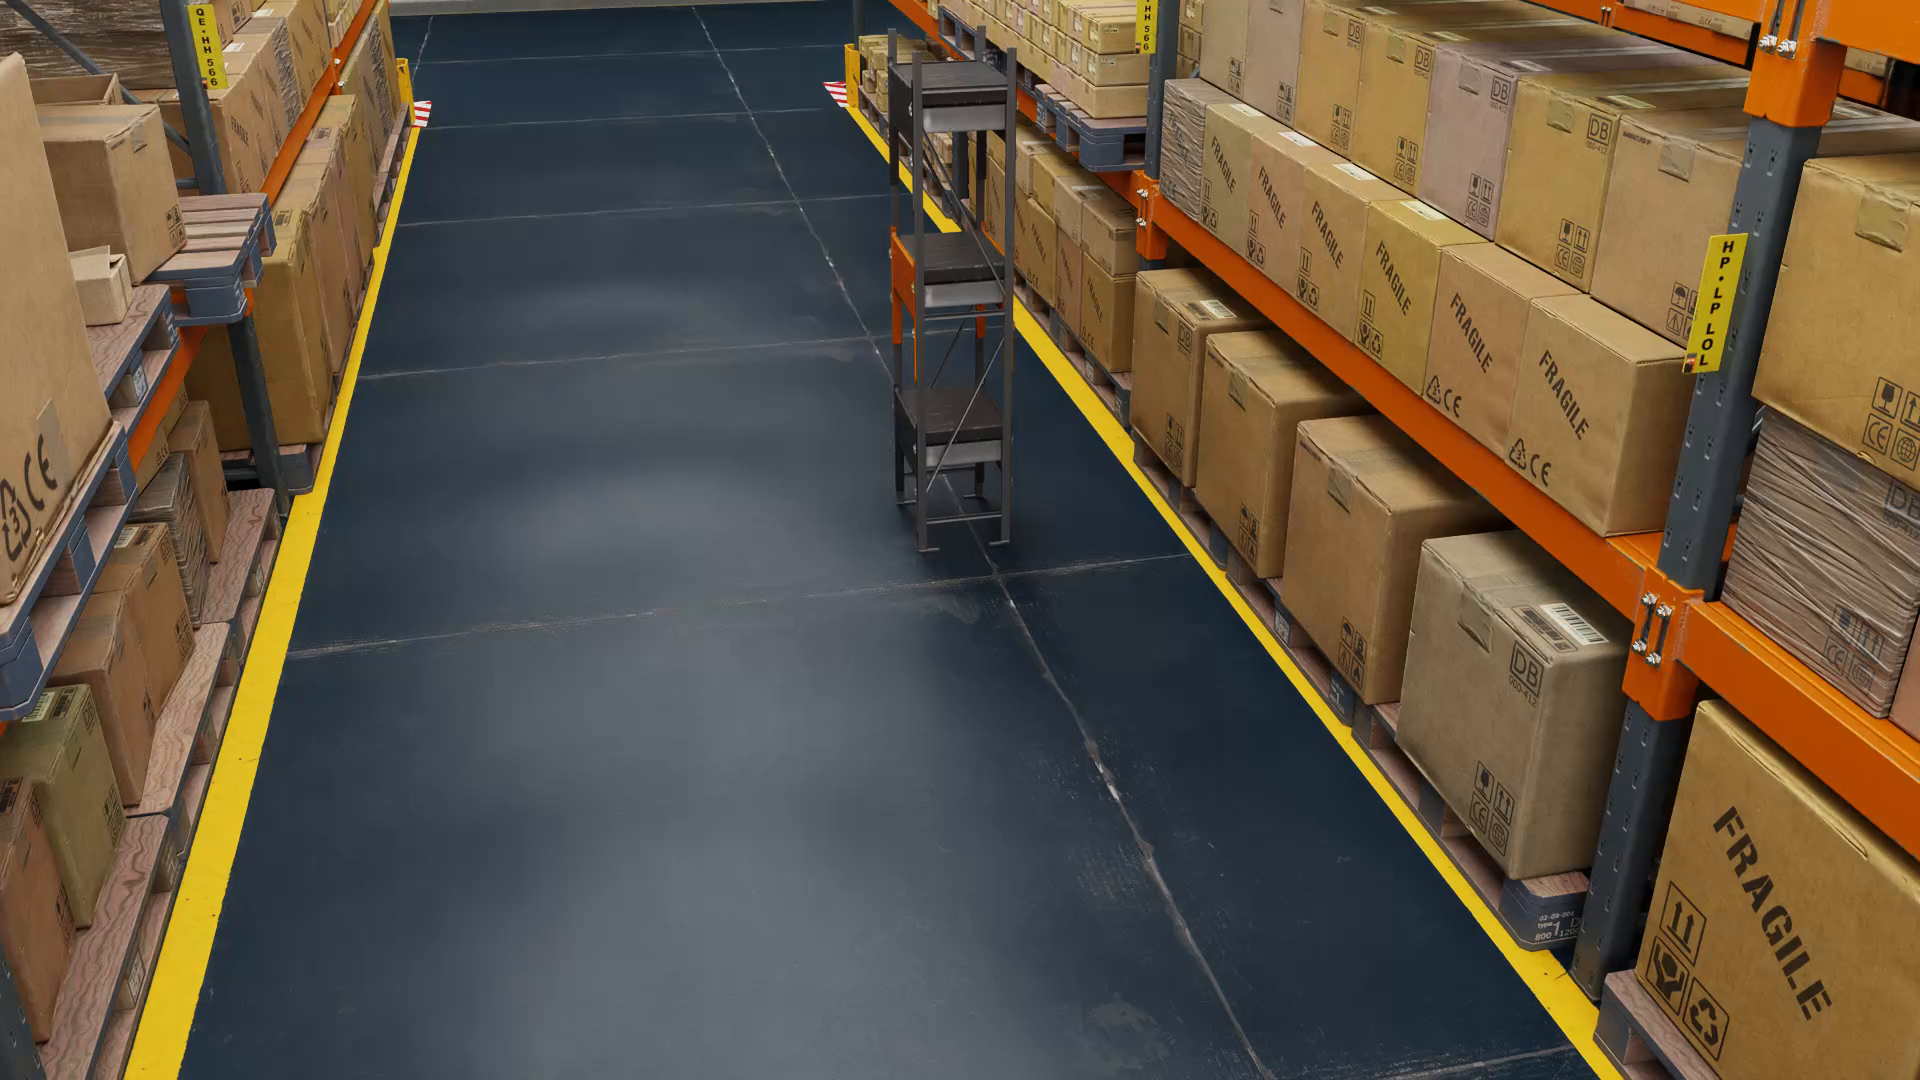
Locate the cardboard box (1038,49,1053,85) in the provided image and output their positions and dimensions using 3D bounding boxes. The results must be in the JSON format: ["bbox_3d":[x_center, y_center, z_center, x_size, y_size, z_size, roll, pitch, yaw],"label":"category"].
[{"bbox_3d":[0.622,-2.447,8.582,0.380,0.149,0.250,-6,27,-12],"label":"cardboard box"}]

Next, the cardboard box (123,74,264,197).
[{"bbox_3d":[-3.354,-1.696,7.170,0.500,0.500,0.500,-5,27,-10],"label":"cardboard box"}]

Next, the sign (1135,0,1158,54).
[{"bbox_3d":[0.819,-2.292,7.265,0.100,0.325,0.005,-6,27,-12],"label":"sign"}]

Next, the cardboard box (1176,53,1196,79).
[{"bbox_3d":[1.320,-2.398,8.485,0.380,0.149,0.250,-5,27,-9],"label":"cardboard box"}]

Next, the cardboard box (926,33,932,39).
[{"bbox_3d":[-0.091,-4.355,14.588,0.380,0.149,0.250,-6,27,-11],"label":"cardboard box"}]

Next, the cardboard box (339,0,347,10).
[{"bbox_3d":[-4.368,-3.684,11.056,0.500,0.250,0.500,-6,27,-12],"label":"cardboard box"}]

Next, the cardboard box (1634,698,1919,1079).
[{"bbox_3d":[2.321,0.931,3.969,0.875,0.875,0.875,-6,27,-11],"label":"cardboard box"}]

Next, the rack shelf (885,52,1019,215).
[{"bbox_3d":[-0.037,-1.623,6.612,0.431,0.518,0.480,-6,27,-12],"label":"rack shelf"}]

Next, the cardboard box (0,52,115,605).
[{"bbox_3d":[-2.650,-0.473,3.726,1.000,1.000,1.000,-6,27,-11],"label":"cardboard box"}]

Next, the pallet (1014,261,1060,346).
[{"bbox_3d":[0.900,-1.503,9.993,1.003,0.211,1.213,-6,27,-12],"label":"pallet"}]

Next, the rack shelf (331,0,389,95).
[{"bbox_3d":[-4.861,-3.723,12.096,1.077,0.370,4.000,-6,27,-12],"label":"rack shelf"}]

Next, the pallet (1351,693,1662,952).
[{"bbox_3d":[2.000,0.800,5.431,1.003,0.211,1.213,-6,27,-12],"label":"pallet"}]

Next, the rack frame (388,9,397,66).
[{"bbox_3d":[-5.312,-4.922,13.674,1.000,3.000,0.127,-6,27,-12],"label":"rack frame"}]

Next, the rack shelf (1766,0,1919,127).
[{"bbox_3d":[2.698,-0.254,1.893,1.077,0.370,4.000,-6,27,-12],"label":"rack shelf"}]

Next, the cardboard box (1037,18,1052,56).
[{"bbox_3d":[0.612,-2.591,8.536,0.380,0.149,0.250,-6,27,-11],"label":"cardboard box"}]

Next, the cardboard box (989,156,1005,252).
[{"bbox_3d":[0.474,-2.114,10.417,0.500,0.500,0.500,-5,27,-9],"label":"cardboard box"}]

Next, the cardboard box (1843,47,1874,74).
[{"bbox_3d":[5.551,-2.991,10.013,0.500,0.250,0.500,-6,27,-12],"label":"cardboard box"}]

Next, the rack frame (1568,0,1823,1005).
[{"bbox_3d":[2.247,-0.114,4.146,1.000,3.000,0.127,-6,27,-12],"label":"rack frame"}]

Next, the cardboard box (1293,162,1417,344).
[{"bbox_3d":[1.525,-1.027,5.844,0.500,0.500,0.500,-6,27,-12],"label":"cardboard box"}]

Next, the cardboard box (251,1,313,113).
[{"bbox_3d":[-3.810,-2.587,8.935,0.500,0.500,0.500,-6,27,-12],"label":"cardboard box"}]

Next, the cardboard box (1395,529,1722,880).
[{"bbox_3d":[2.020,0.440,5.081,1.050,0.750,0.750,-6,27,-12],"label":"cardboard box"}]

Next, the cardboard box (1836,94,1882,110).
[{"bbox_3d":[5.874,-2.359,10.487,0.875,0.875,0.875,-6,27,-11],"label":"cardboard box"}]

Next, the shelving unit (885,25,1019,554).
[{"bbox_3d":[-0.037,-1.010,6.921,0.431,2.100,0.503,-6,27,-12],"label":"shelving unit"}]

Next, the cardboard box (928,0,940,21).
[{"bbox_3d":[-0.012,-3.717,11.565,0.380,0.149,0.250,-7,28,-13],"label":"cardboard box"}]

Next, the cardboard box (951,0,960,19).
[{"bbox_3d":[0.153,-3.360,10.391,0.380,0.149,0.250,-6,27,-11],"label":"cardboard box"}]

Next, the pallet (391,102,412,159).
[{"bbox_3d":[-5.056,-3.334,13.622,1.003,0.211,1.213,-6,27,-12],"label":"pallet"}]

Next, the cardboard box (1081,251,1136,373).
[{"bbox_3d":[0.943,-1.204,8.614,0.500,0.500,0.500,-6,27,-12],"label":"cardboard box"}]

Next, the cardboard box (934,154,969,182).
[{"bbox_3d":[0.024,-2.678,11.925,0.380,0.149,0.250,-6,27,-11],"label":"cardboard box"}]

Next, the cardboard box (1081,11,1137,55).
[{"bbox_3d":[0.789,-2.379,7.788,0.380,0.149,0.250,-7,28,-14],"label":"cardboard box"}]

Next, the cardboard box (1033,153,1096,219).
[{"bbox_3d":[0.713,-1.995,9.349,0.500,0.250,0.500,-5,27,-10],"label":"cardboard box"}]

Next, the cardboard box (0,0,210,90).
[{"bbox_3d":[-3.658,-2.226,7.106,0.797,0.503,0.637,-5,27,-10],"label":"cardboard box"}]

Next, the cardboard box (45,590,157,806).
[{"bbox_3d":[-2.941,0.536,5.144,0.700,0.500,0.500,-8,28,-16],"label":"cardboard box"}]

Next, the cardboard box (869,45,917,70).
[{"bbox_3d":[-0.559,-4.065,14.013,0.380,0.149,0.250,-6,27,-12],"label":"cardboard box"}]

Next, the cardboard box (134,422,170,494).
[{"bbox_3d":[-3.199,-0.303,5.975,0.500,0.250,0.500,-3,27,-6],"label":"cardboard box"}]

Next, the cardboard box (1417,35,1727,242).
[{"bbox_3d":[1.898,-1.270,5.216,0.700,0.500,0.500,-6,27,-11],"label":"cardboard box"}]

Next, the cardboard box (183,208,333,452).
[{"bbox_3d":[-3.644,-0.954,7.704,1.225,0.875,0.875,-7,28,-14],"label":"cardboard box"}]

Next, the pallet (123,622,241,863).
[{"bbox_3d":[-3.063,0.712,5.605,1.003,0.211,1.213,-6,27,-12],"label":"pallet"}]

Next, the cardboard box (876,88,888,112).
[{"bbox_3d":[-0.498,-3.696,13.941,0.380,0.149,0.250,-6,27,-11],"label":"cardboard box"}]

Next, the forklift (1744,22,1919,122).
[{"bbox_3d":[3.780,-1.256,6.486,1.130,2.935,3.031,-7,28,-14],"label":"forklift"}]

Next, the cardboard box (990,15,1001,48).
[{"bbox_3d":[0.385,-2.909,9.497,0.380,0.149,0.250,-6,27,-13],"label":"cardboard box"}]

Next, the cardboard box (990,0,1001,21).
[{"bbox_3d":[0.386,-3.039,9.424,0.380,0.149,0.250,-6,27,-12],"label":"cardboard box"}]

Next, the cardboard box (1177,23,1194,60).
[{"bbox_3d":[1.306,-2.546,8.448,0.380,0.149,0.250,-7,28,-13],"label":"cardboard box"}]

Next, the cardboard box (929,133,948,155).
[{"bbox_3d":[-0.009,-2.897,12.028,0.380,0.149,0.250,-7,28,-14],"label":"cardboard box"}]

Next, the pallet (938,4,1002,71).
[{"bbox_3d":[0.475,-3.190,10.454,1.003,0.211,1.213,-6,27,-12],"label":"pallet"}]

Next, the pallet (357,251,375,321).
[{"bbox_3d":[-4.163,-1.591,10.167,1.003,0.211,1.213,-6,27,-12],"label":"pallet"}]

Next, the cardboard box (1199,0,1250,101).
[{"bbox_3d":[1.437,-2.163,6.985,0.700,0.500,0.500,-6,27,-12],"label":"cardboard box"}]

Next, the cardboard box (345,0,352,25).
[{"bbox_3d":[-4.333,-3.564,11.261,0.380,0.149,0.250,-7,28,-13],"label":"cardboard box"}]

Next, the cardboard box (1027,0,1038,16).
[{"bbox_3d":[0.563,-2.828,8.677,0.380,0.149,0.250,-6,27,-12],"label":"cardboard box"}]

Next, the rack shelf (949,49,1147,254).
[{"bbox_3d":[0.895,-2.427,9.527,1.077,0.370,4.000,-6,27,-12],"label":"rack shelf"}]

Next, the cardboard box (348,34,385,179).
[{"bbox_3d":[-4.684,-3.098,11.952,0.875,0.875,0.875,-6,27,-12],"label":"cardboard box"}]
